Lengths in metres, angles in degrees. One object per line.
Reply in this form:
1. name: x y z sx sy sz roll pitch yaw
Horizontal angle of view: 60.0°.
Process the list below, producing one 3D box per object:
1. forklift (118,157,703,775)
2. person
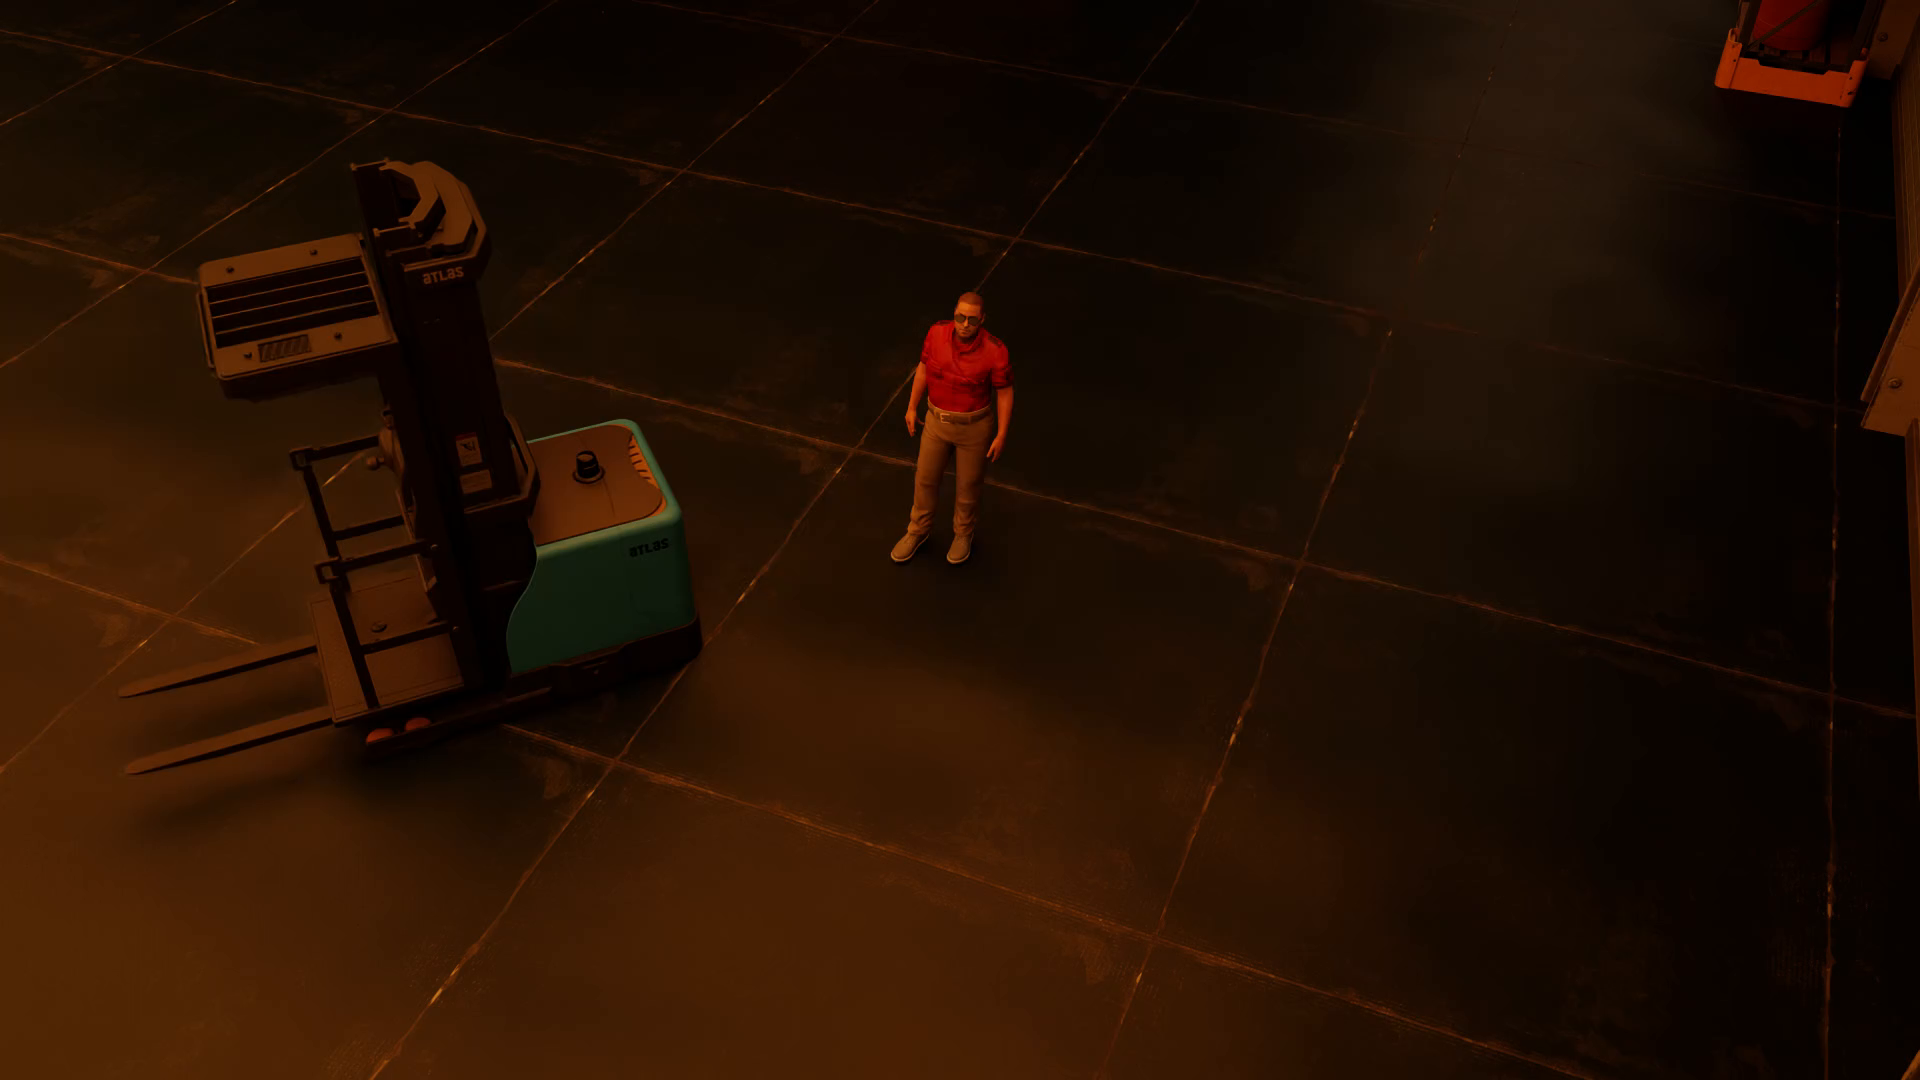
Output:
1. forklift: -3.027 -0.343 8.416 3.031 2.935 1.130 -16 43 -18
2. person: -0.046 -0.618 9.671 0.640 1.727 0.551 15 42 17
